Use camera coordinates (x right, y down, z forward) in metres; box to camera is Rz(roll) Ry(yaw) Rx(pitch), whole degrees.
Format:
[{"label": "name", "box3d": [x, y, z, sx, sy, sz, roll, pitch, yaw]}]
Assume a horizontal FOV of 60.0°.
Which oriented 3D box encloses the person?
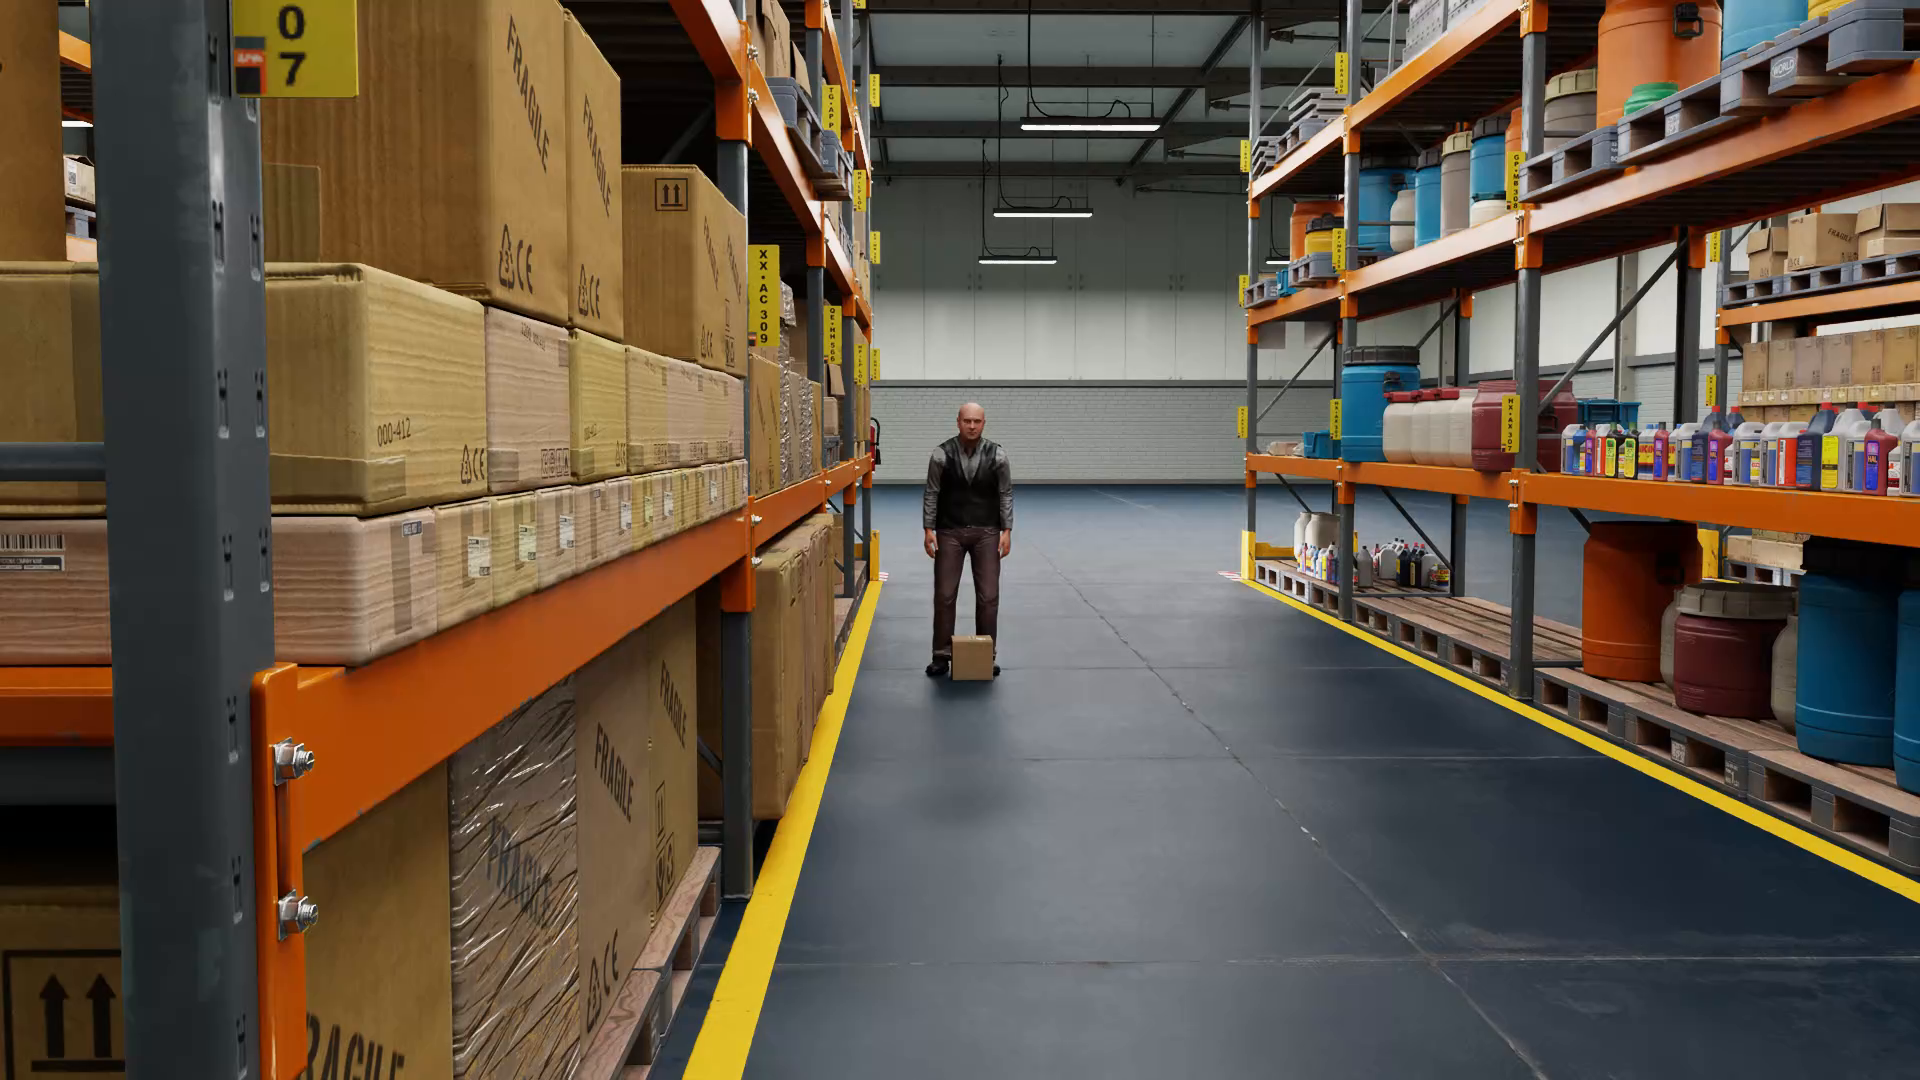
[{"label": "person", "box3d": [0.051, -0.015, 10.641, 0.579, 1.720, 0.420, 0, 4, -2]}]
